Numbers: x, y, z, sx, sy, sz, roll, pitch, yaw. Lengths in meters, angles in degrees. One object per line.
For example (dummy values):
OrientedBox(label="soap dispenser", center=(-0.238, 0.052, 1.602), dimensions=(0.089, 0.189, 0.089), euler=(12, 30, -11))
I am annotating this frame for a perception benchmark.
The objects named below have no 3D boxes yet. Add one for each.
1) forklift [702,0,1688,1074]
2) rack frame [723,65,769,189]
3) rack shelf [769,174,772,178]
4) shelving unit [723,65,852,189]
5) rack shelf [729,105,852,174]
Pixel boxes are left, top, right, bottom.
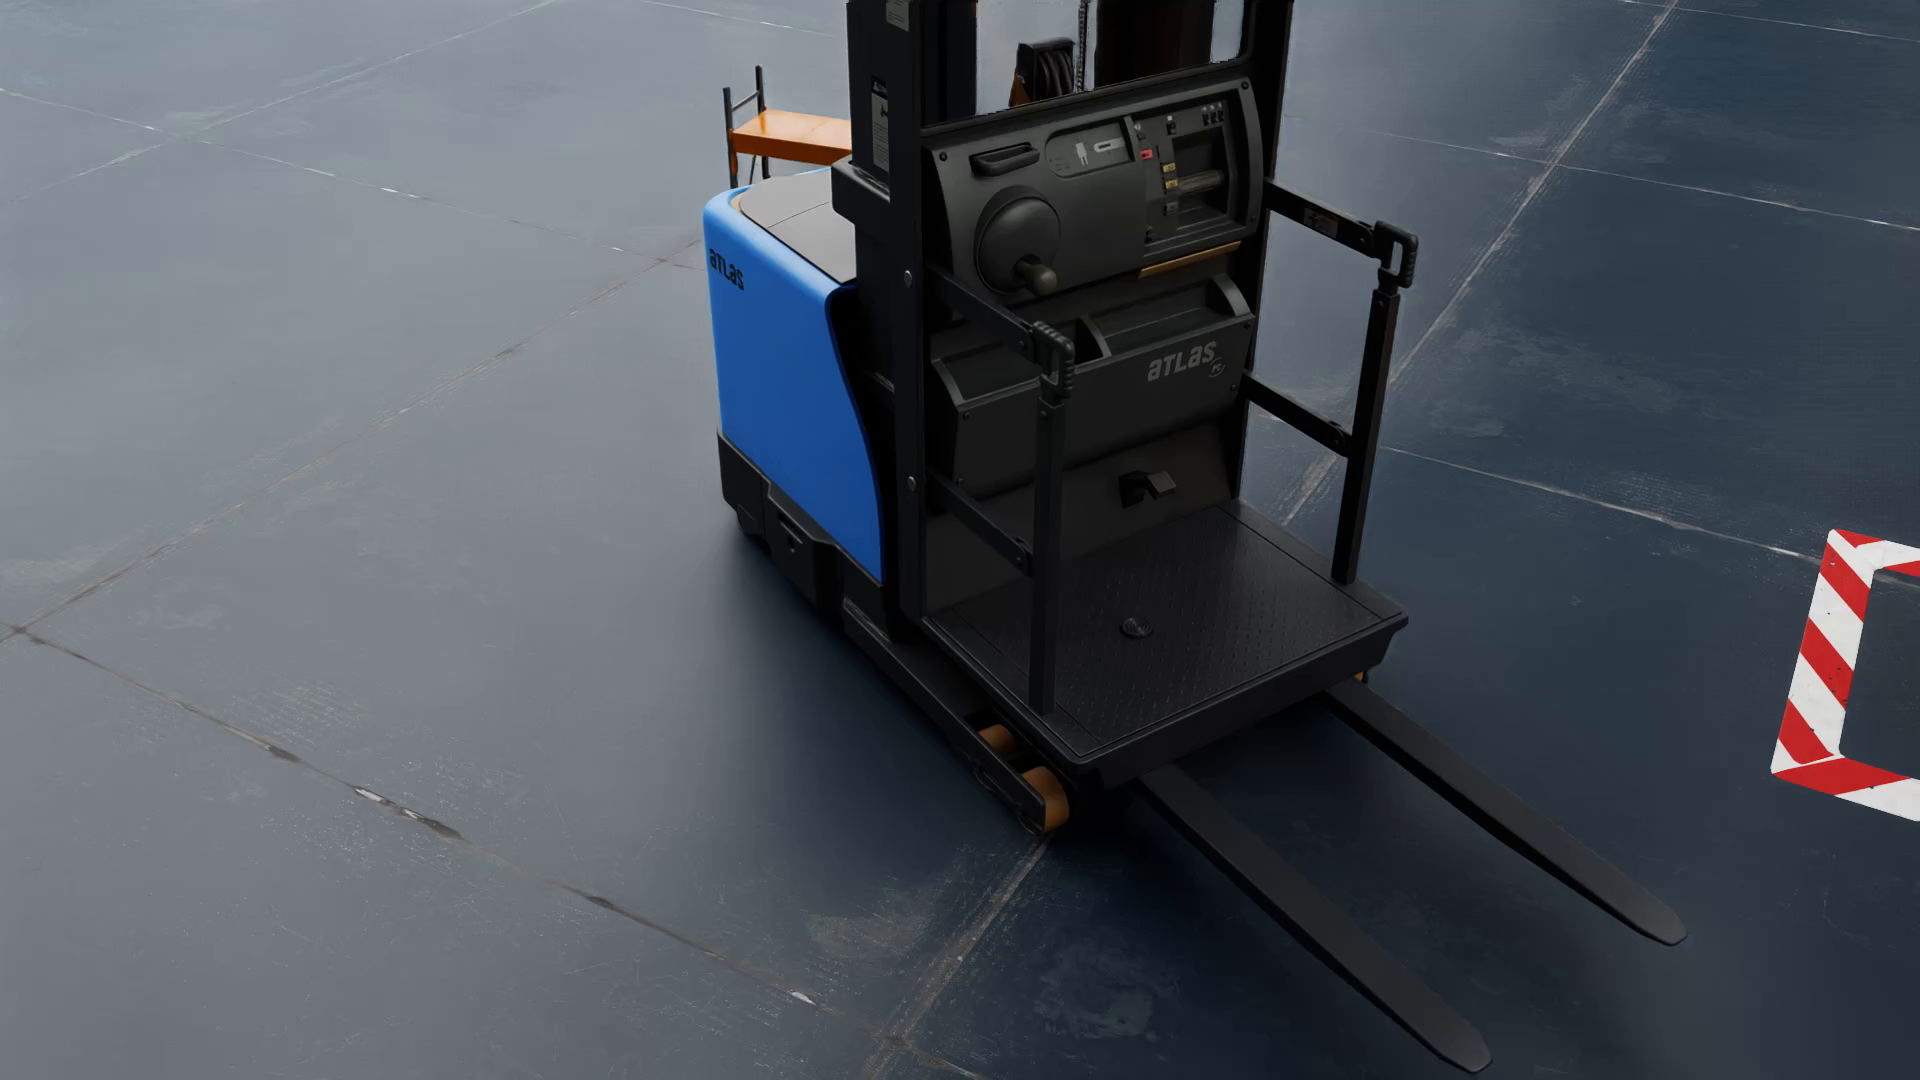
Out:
OrientedBox(label="forklift", center=(0.462, -0.788, 3.789), dimensions=(1.130, 2.935, 3.031), euler=(-20, 38, -27))
OrientedBox(label="rack frame", center=(-0.694, -0.980, 5.640), dimensions=(0.015, 1.200, 0.240), euler=(12, 36, 18))
OrientedBox(label="rack shelf", center=(-0.467, -1.061, 5.478), dimensions=(0.480, 0.148, 0.258), euler=(12, 36, 18))
OrientedBox(label="shelving unit", center=(-0.467, -0.930, 5.565), dimensions=(0.503, 1.200, 0.258), euler=(12, 36, 18))
OrientedBox(label="rack shelf", center=(-0.467, -1.258, 5.347), dimensions=(0.480, 0.148, 0.258), euler=(12, 36, 18))
